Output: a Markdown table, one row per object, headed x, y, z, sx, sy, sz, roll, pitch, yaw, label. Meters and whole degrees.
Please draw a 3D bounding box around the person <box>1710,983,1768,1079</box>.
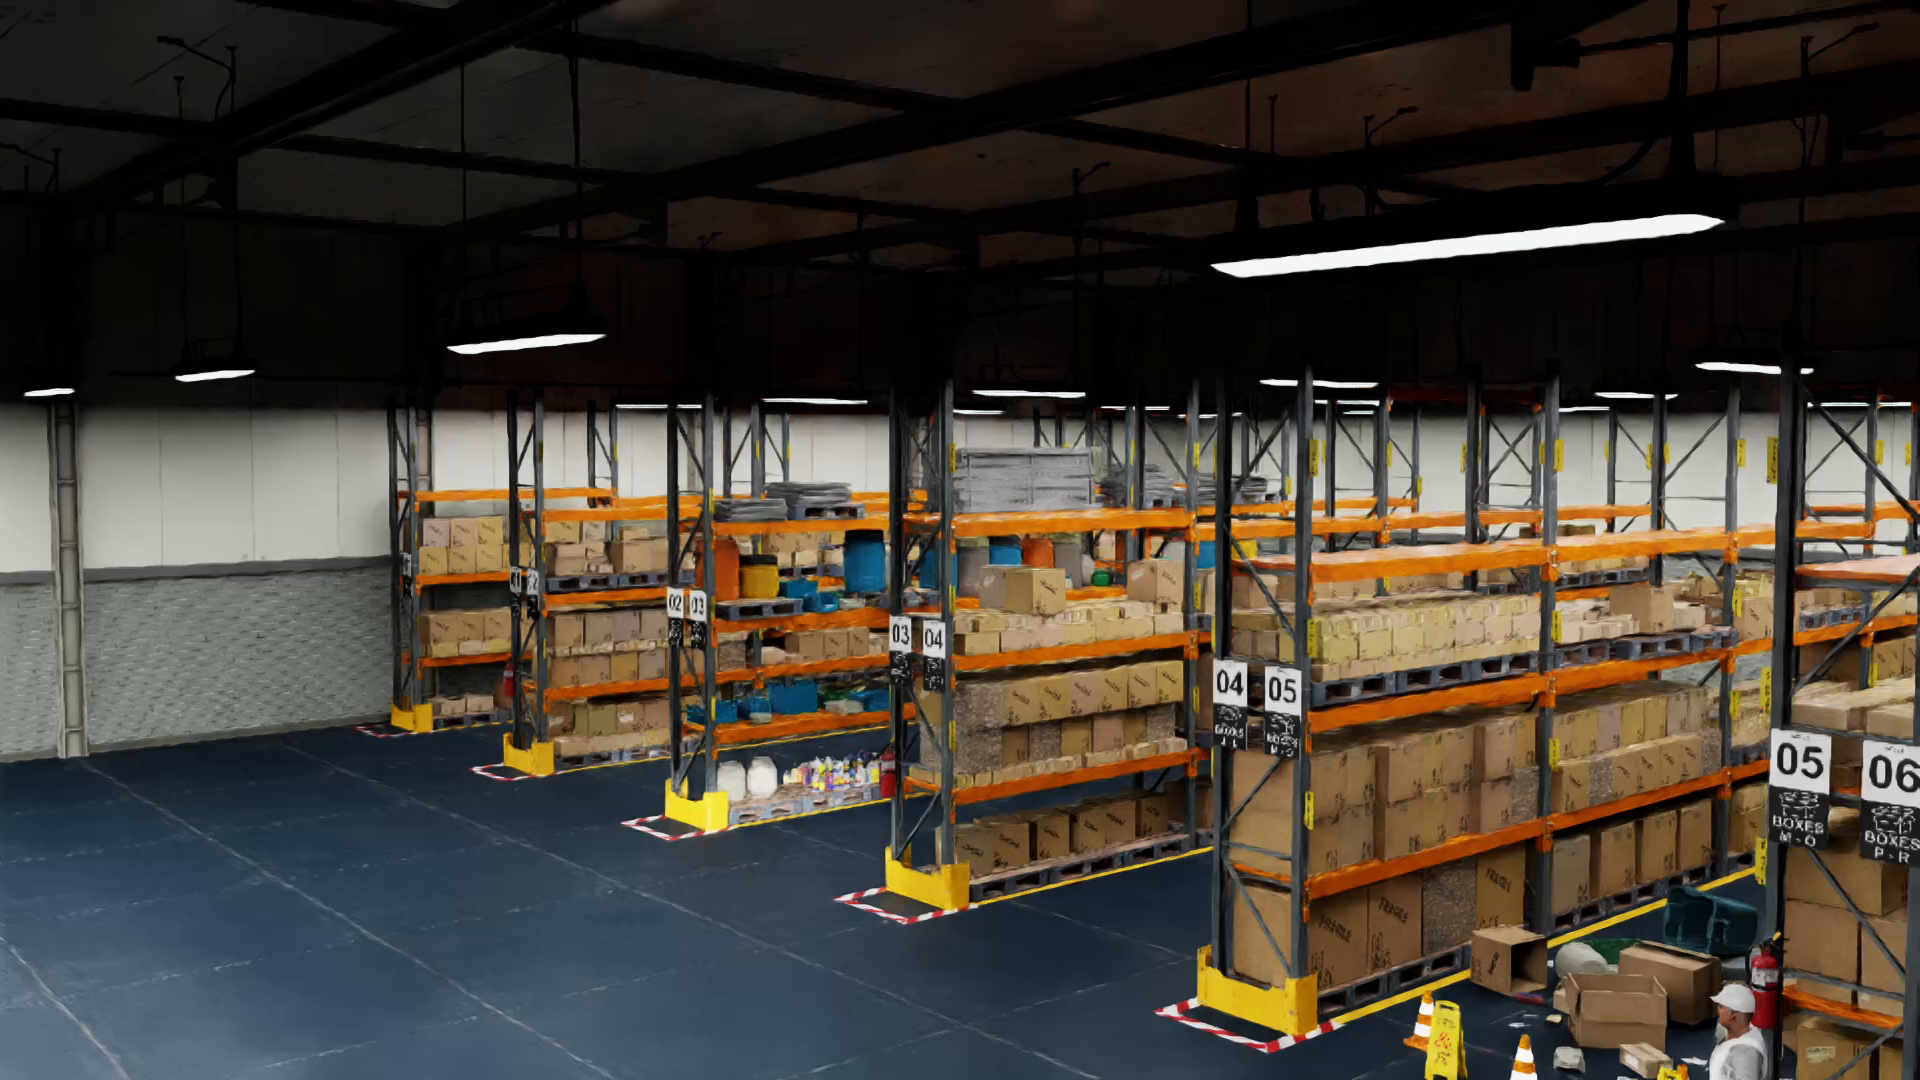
| x | y | z | sx | sy | sz | roll | pitch | yaw | label |
| --- | --- | --- | --- | --- | --- | --- | --- | --- | --- |
| 4.946 | 3.675 | 10.406 | 0.548 | 1.779 | 0.654 | 1 | 4 | 21 | person |
